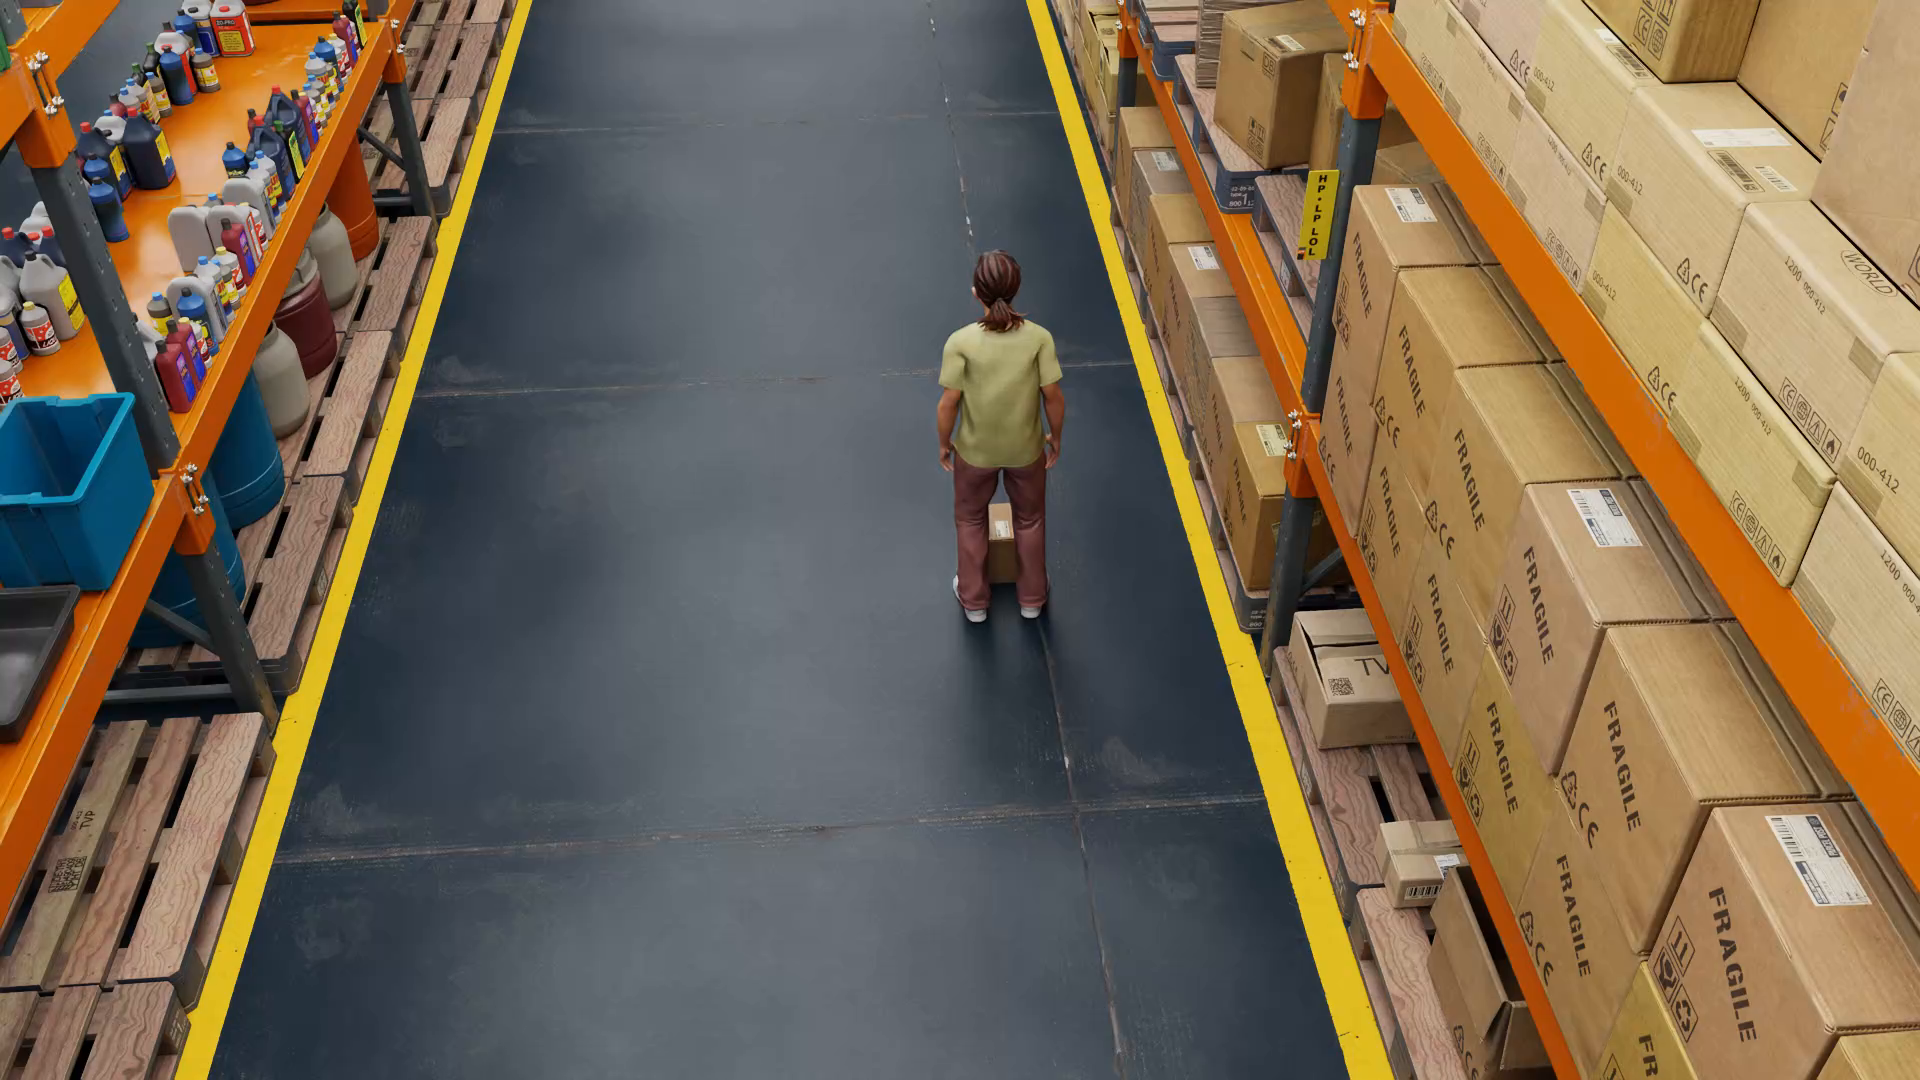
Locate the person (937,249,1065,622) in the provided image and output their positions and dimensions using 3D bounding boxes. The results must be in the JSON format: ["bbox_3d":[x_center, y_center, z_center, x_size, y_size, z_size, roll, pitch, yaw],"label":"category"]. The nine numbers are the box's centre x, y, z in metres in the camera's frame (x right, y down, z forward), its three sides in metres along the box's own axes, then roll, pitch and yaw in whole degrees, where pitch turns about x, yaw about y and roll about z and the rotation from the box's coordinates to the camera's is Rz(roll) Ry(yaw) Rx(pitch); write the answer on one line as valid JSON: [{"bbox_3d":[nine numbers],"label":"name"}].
[{"bbox_3d":[0.155,-0.375,6.615,0.497,1.672,0.360,-3,39,-3],"label":"person"}]
